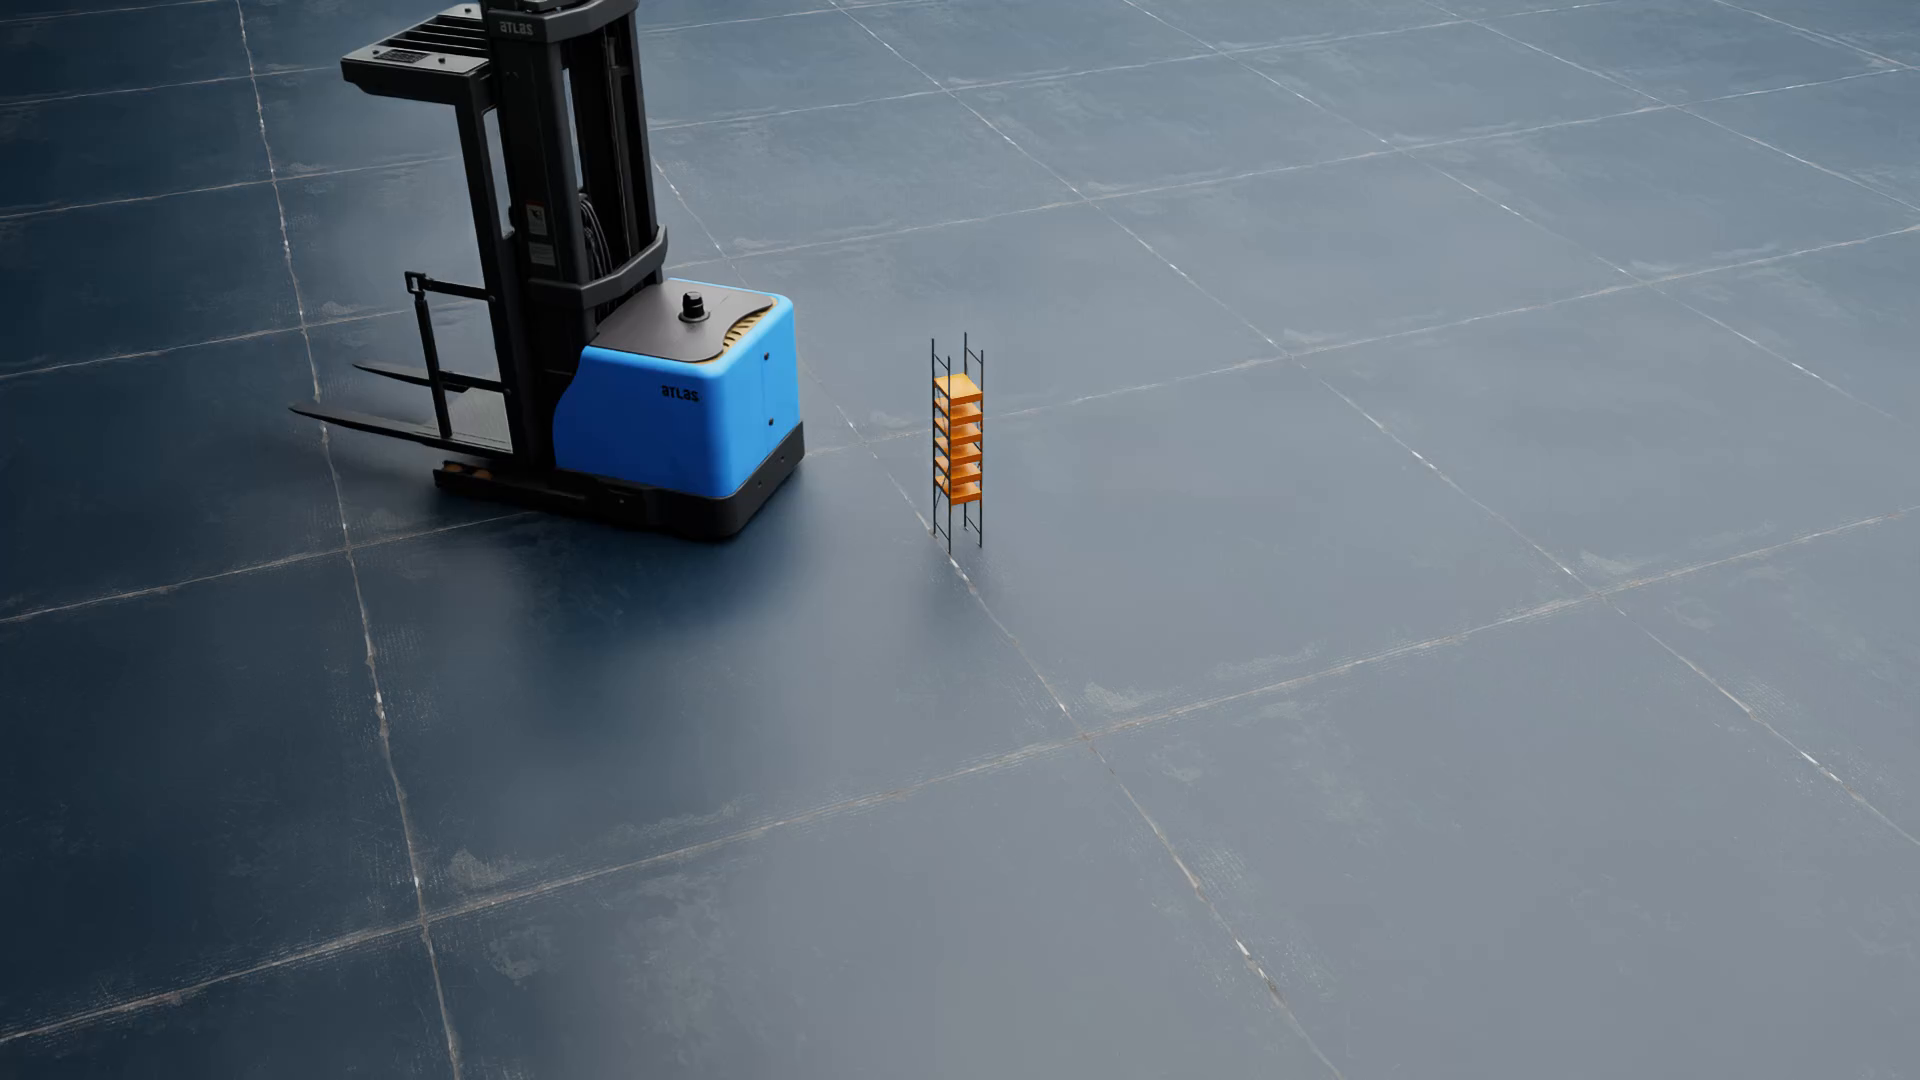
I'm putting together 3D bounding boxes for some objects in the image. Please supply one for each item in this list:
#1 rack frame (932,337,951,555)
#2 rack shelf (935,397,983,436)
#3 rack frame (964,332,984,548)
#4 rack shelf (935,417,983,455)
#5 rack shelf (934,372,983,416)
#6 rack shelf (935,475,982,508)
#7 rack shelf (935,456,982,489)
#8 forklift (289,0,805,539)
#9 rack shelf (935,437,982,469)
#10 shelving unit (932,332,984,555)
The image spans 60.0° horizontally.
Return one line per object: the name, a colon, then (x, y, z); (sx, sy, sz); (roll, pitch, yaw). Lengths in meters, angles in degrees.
rack frame: (-0.098, -0.481, 8.806); (0.006, 1.200, 0.240); (-13, 35, -19)
rack shelf: (-0.013, -0.664, 8.729); (0.180, 0.103, 0.258); (-13, 35, -19)
rack frame: (0.071, -0.519, 8.866); (0.006, 1.200, 0.240); (-13, 35, -19)
rack shelf: (-0.013, -0.563, 8.795); (0.180, 0.103, 0.258); (-13, 35, -19)
rack shelf: (-0.013, -0.764, 8.664); (0.180, 0.103, 0.258); (-13, 35, -19)
rack shelf: (-0.013, -0.261, 8.991); (0.180, 0.103, 0.258); (-13, 35, -19)
rack shelf: (-0.013, -0.362, 8.926); (0.180, 0.103, 0.258); (-13, 35, -19)
forklift: (-2.489, -1.721, 9.125); (3.031, 2.935, 1.130); (11, 35, 17)
rack shelf: (-0.013, -0.463, 8.860); (0.180, 0.103, 0.258); (-13, 35, -19)
shelving unit: (-0.013, -0.500, 8.836); (0.189, 1.200, 0.258); (-13, 35, -19)
